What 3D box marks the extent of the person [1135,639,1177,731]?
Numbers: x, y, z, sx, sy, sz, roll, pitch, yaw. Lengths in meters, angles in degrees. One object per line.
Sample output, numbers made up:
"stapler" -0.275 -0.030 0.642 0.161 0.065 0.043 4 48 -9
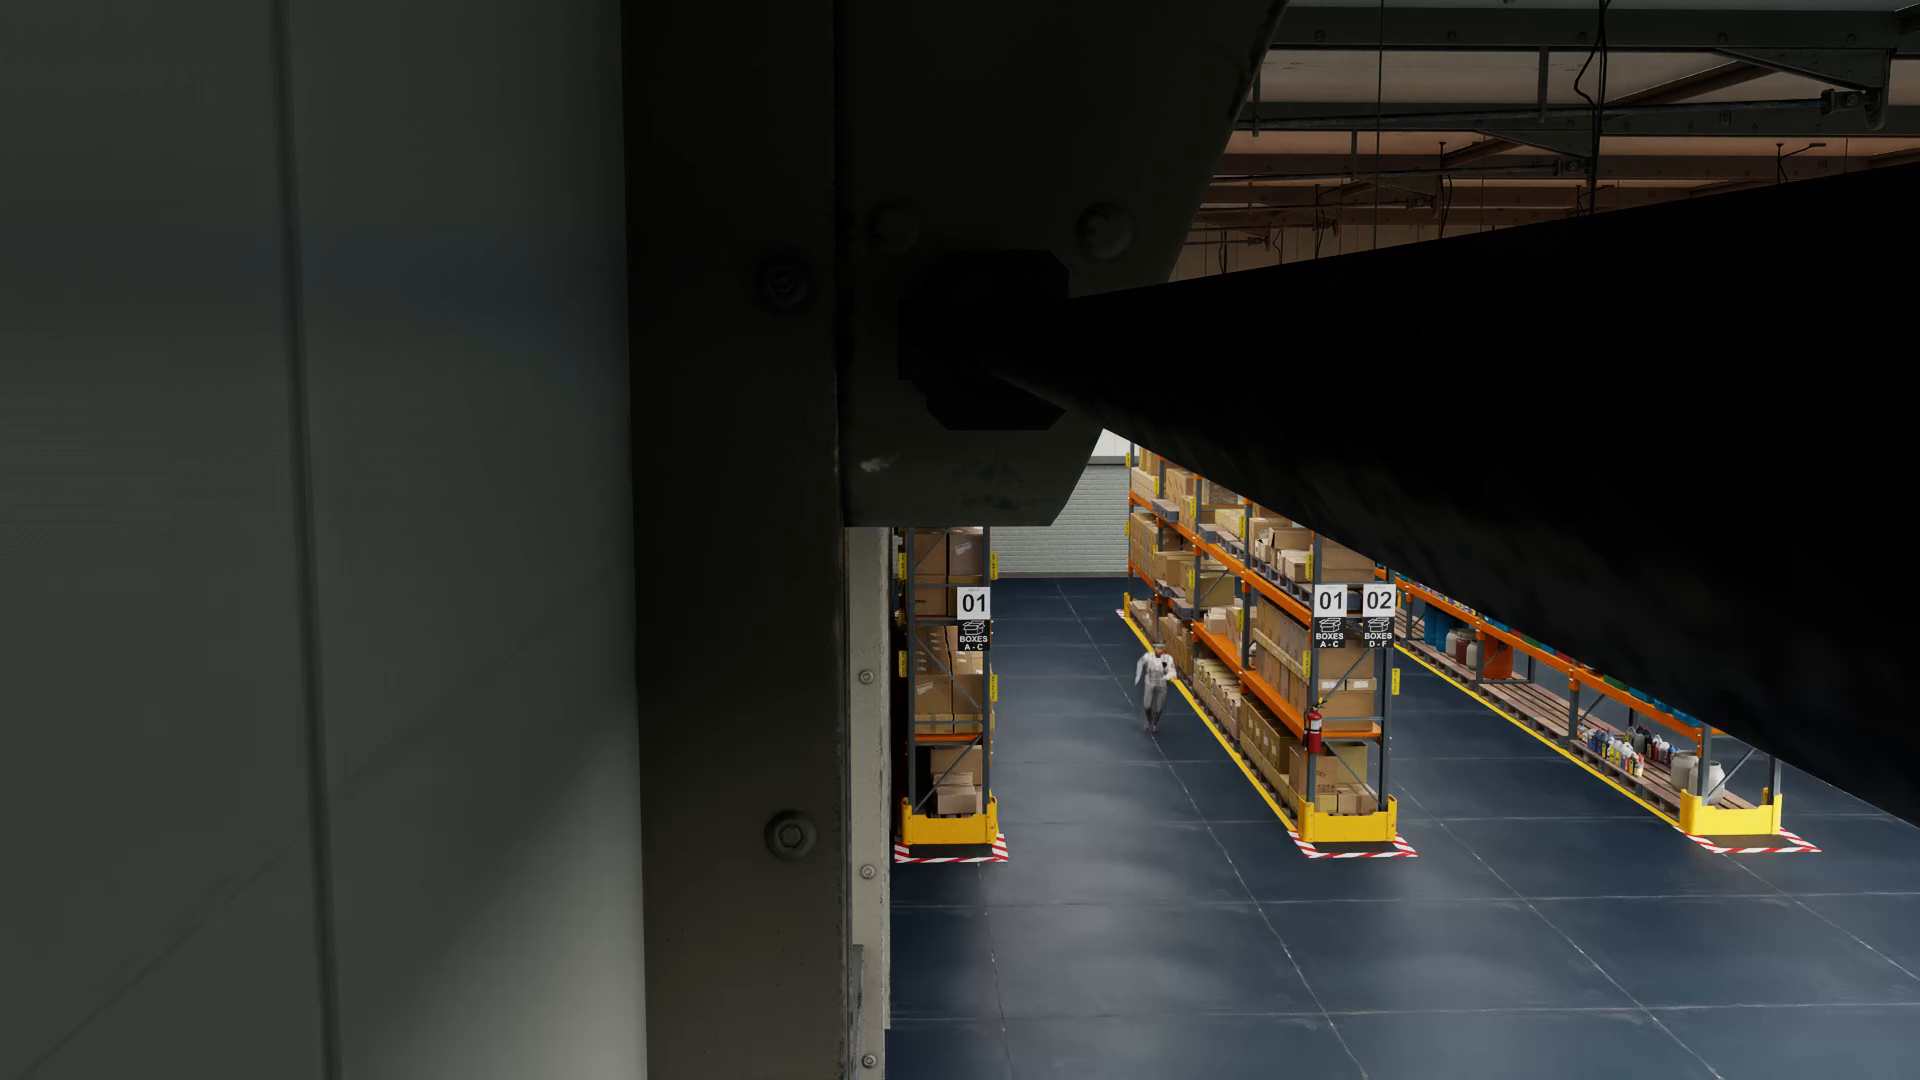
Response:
"person" 3.038 2.262 25.786 0.624 1.549 0.859 1 7 5
